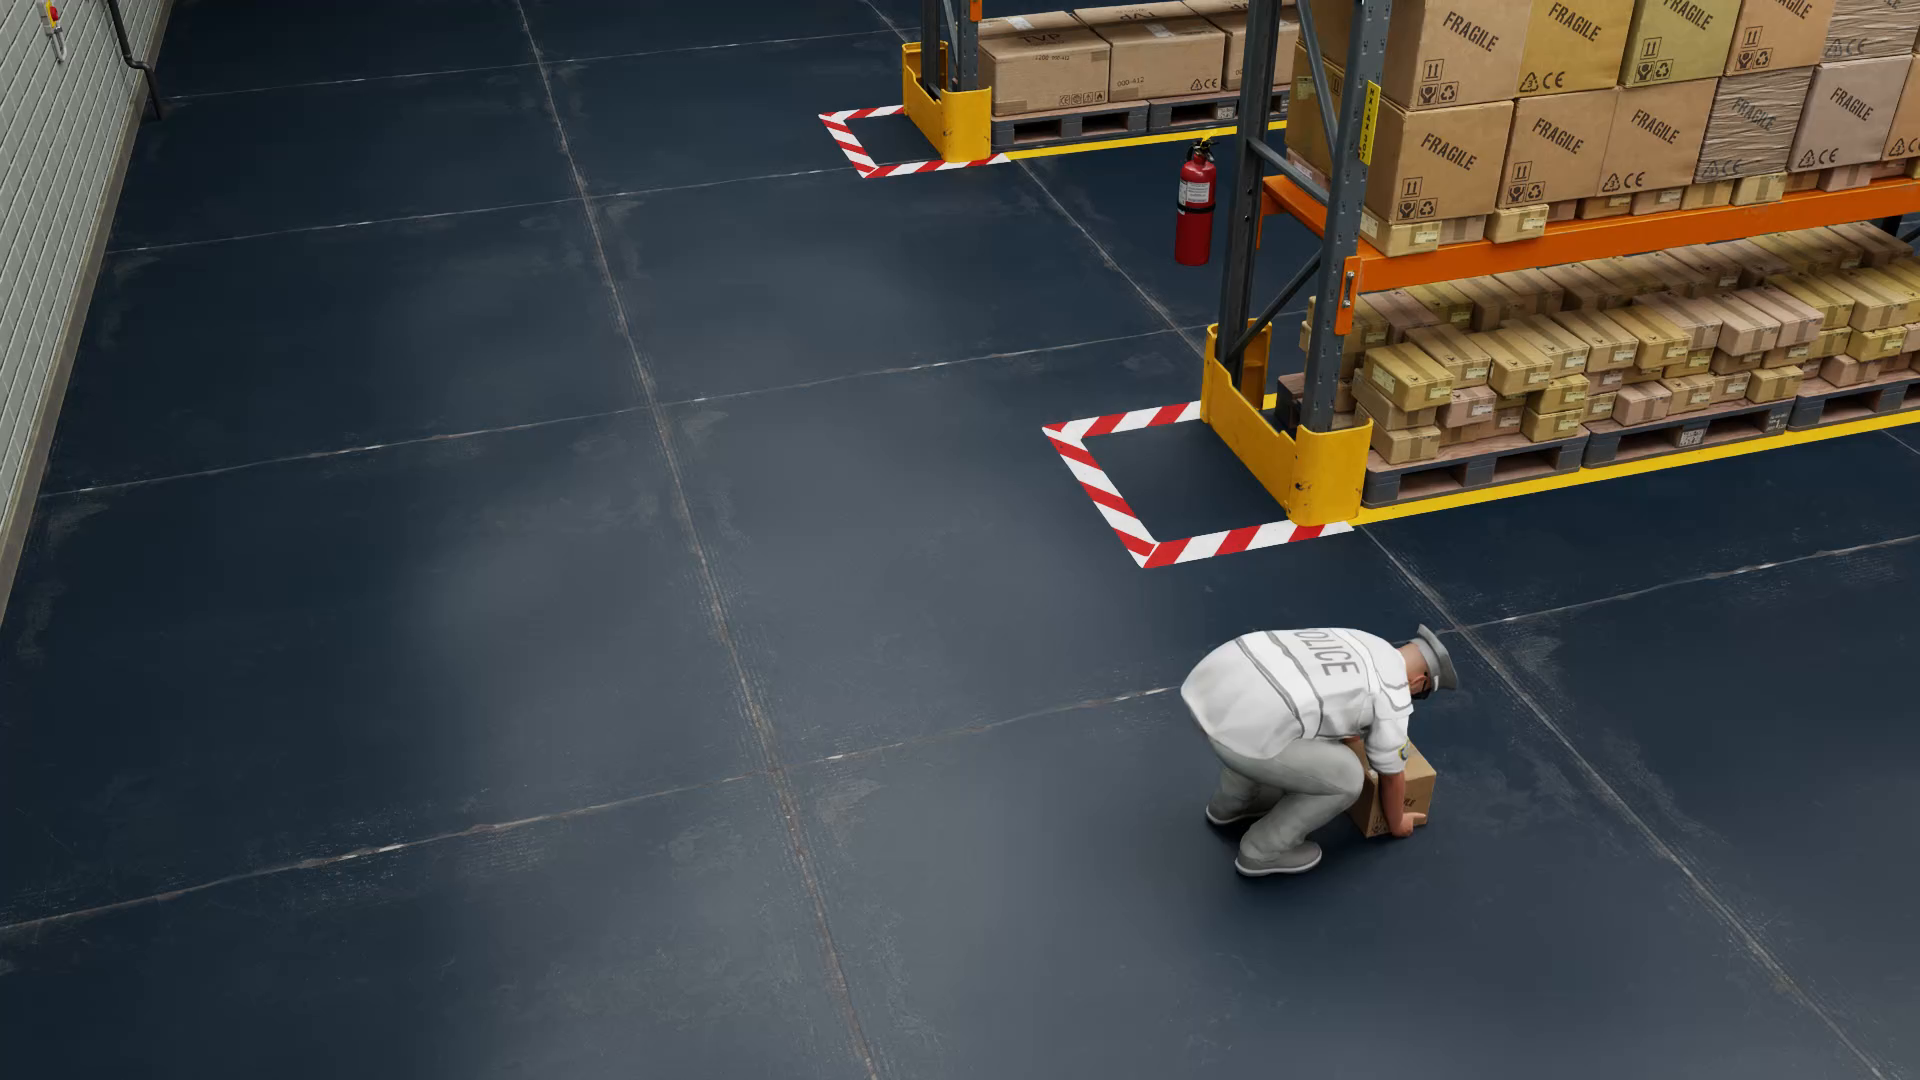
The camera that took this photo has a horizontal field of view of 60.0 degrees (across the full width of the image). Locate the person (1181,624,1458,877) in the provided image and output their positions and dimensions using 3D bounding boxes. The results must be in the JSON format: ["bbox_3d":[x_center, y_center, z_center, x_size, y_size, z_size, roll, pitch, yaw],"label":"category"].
[{"bbox_3d":[1.270,0.693,5.893,1.029,0.901,0.542,-11,35,-16],"label":"person"}]
